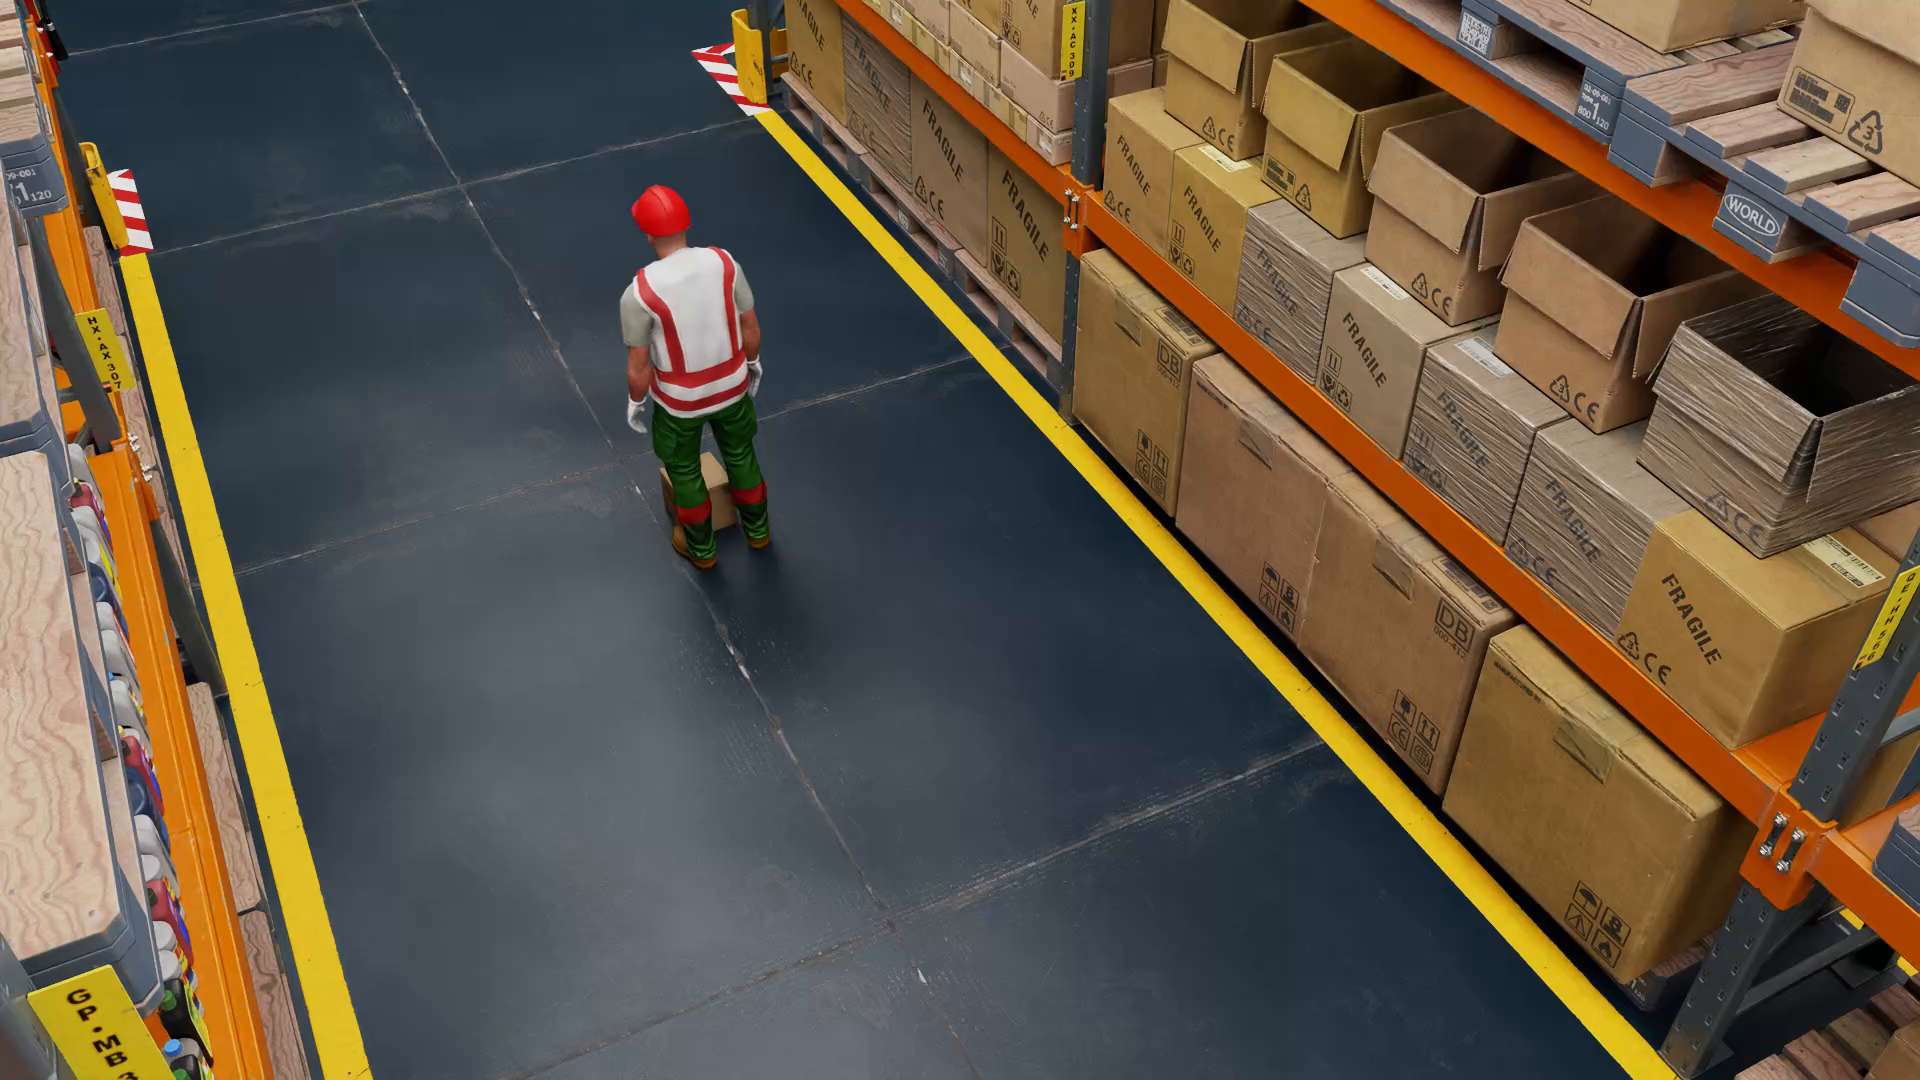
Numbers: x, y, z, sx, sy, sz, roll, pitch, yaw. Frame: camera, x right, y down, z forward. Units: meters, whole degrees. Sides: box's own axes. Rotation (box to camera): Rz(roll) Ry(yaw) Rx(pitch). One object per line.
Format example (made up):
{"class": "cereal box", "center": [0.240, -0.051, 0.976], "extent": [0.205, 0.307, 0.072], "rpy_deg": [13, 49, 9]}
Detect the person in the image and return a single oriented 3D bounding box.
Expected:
{"class": "person", "center": [-1.096, -0.641, 6.886], "extent": [0.619, 1.779, 0.449], "rpy_deg": [-21, 45, -23]}
